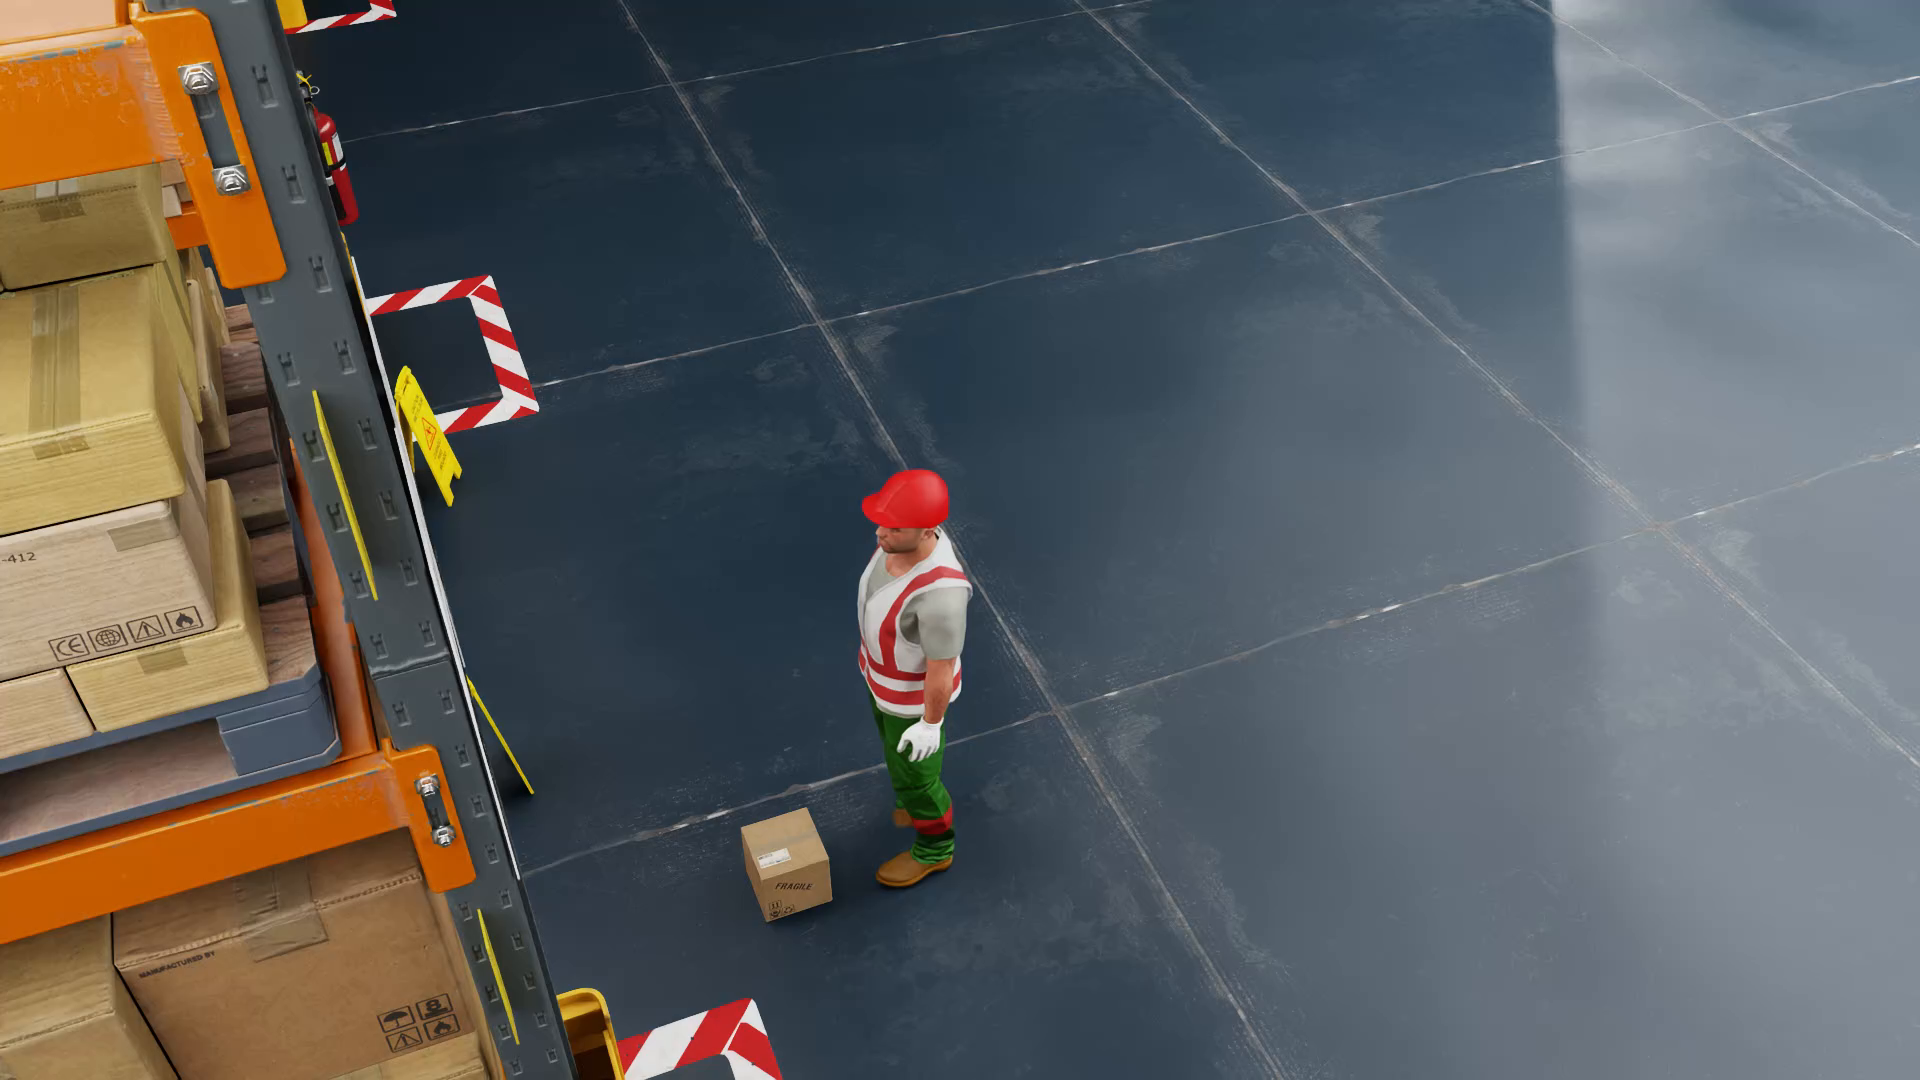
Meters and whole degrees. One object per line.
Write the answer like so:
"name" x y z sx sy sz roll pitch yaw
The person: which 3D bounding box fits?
"person" -0.176 0.499 5.617 0.356 1.844 0.525 -14 43 -16
